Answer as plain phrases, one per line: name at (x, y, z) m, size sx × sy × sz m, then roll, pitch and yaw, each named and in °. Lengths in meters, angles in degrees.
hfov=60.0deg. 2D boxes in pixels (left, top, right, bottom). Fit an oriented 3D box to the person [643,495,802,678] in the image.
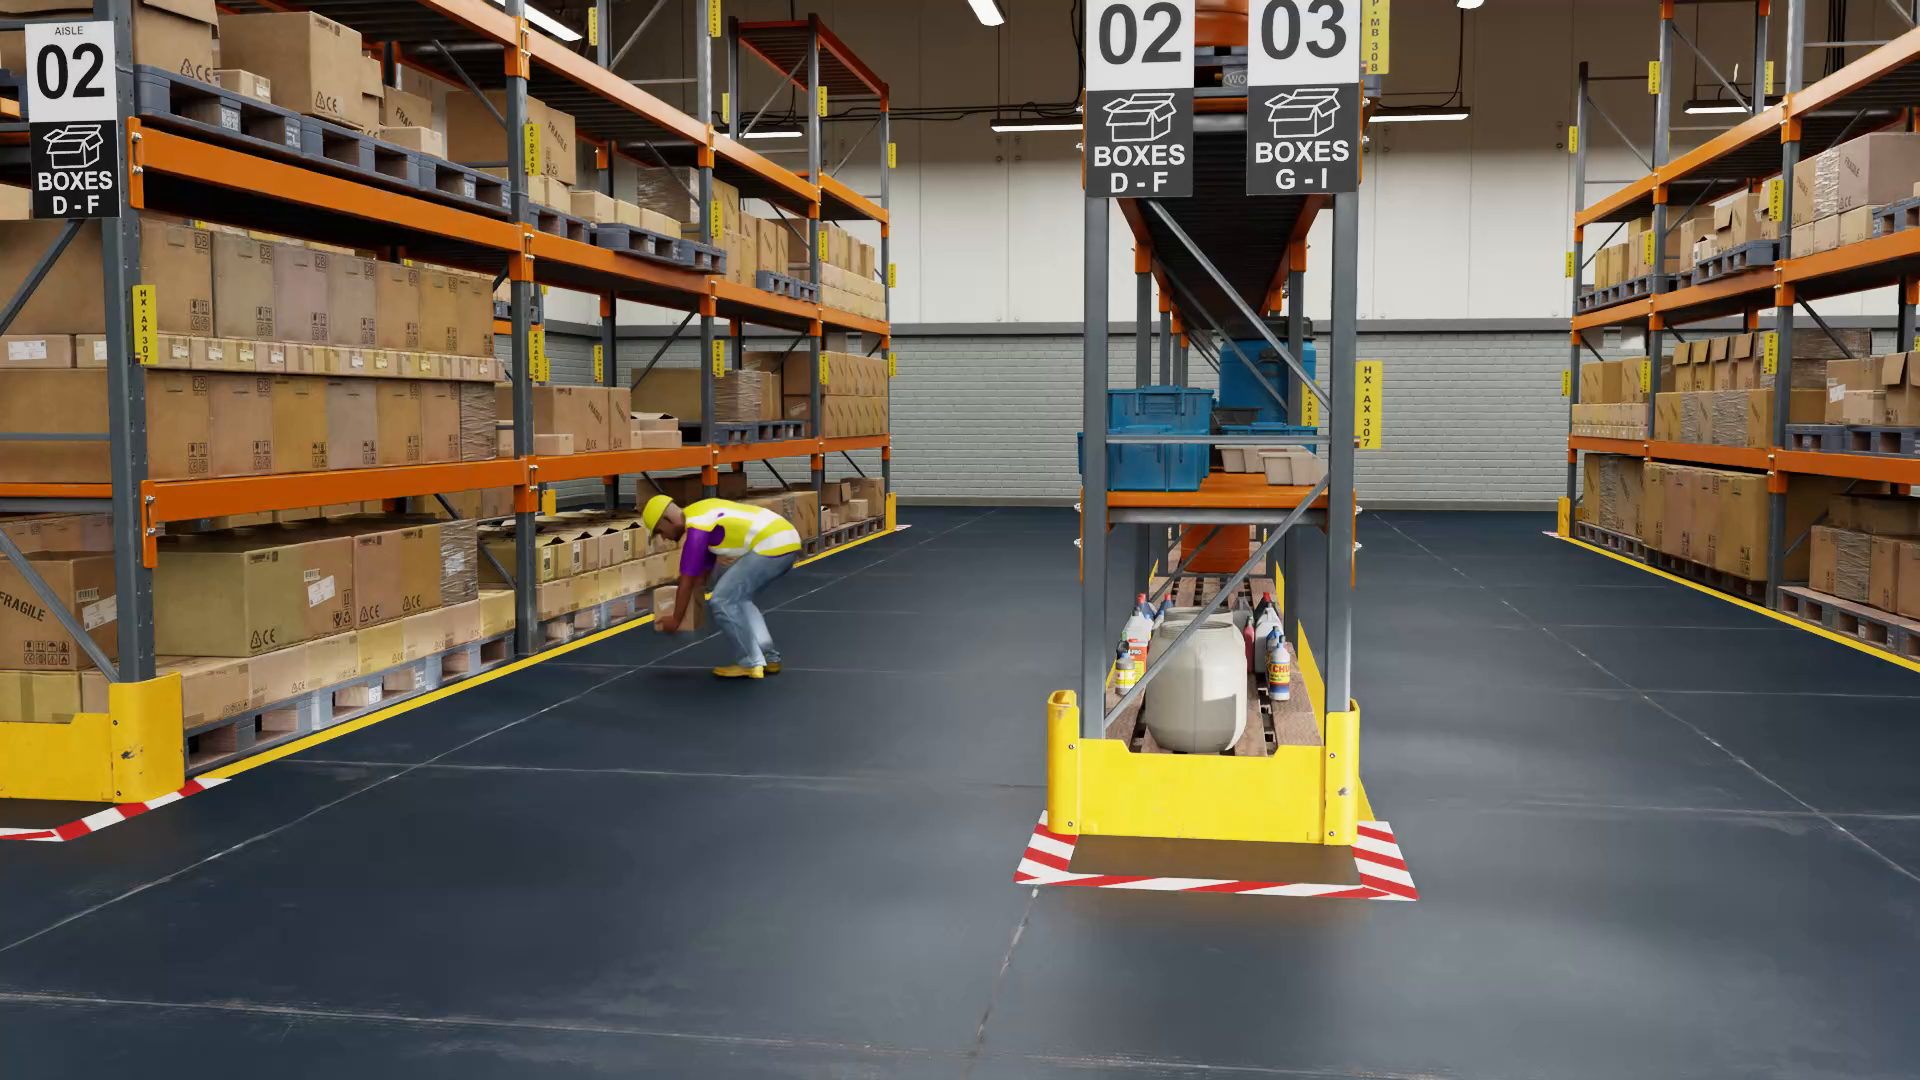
person at (-1.460, 0.277, 10.186) m, size 0.963 × 1.105 × 0.515 m, roll 0°, pitch 4°, yaw 6°
